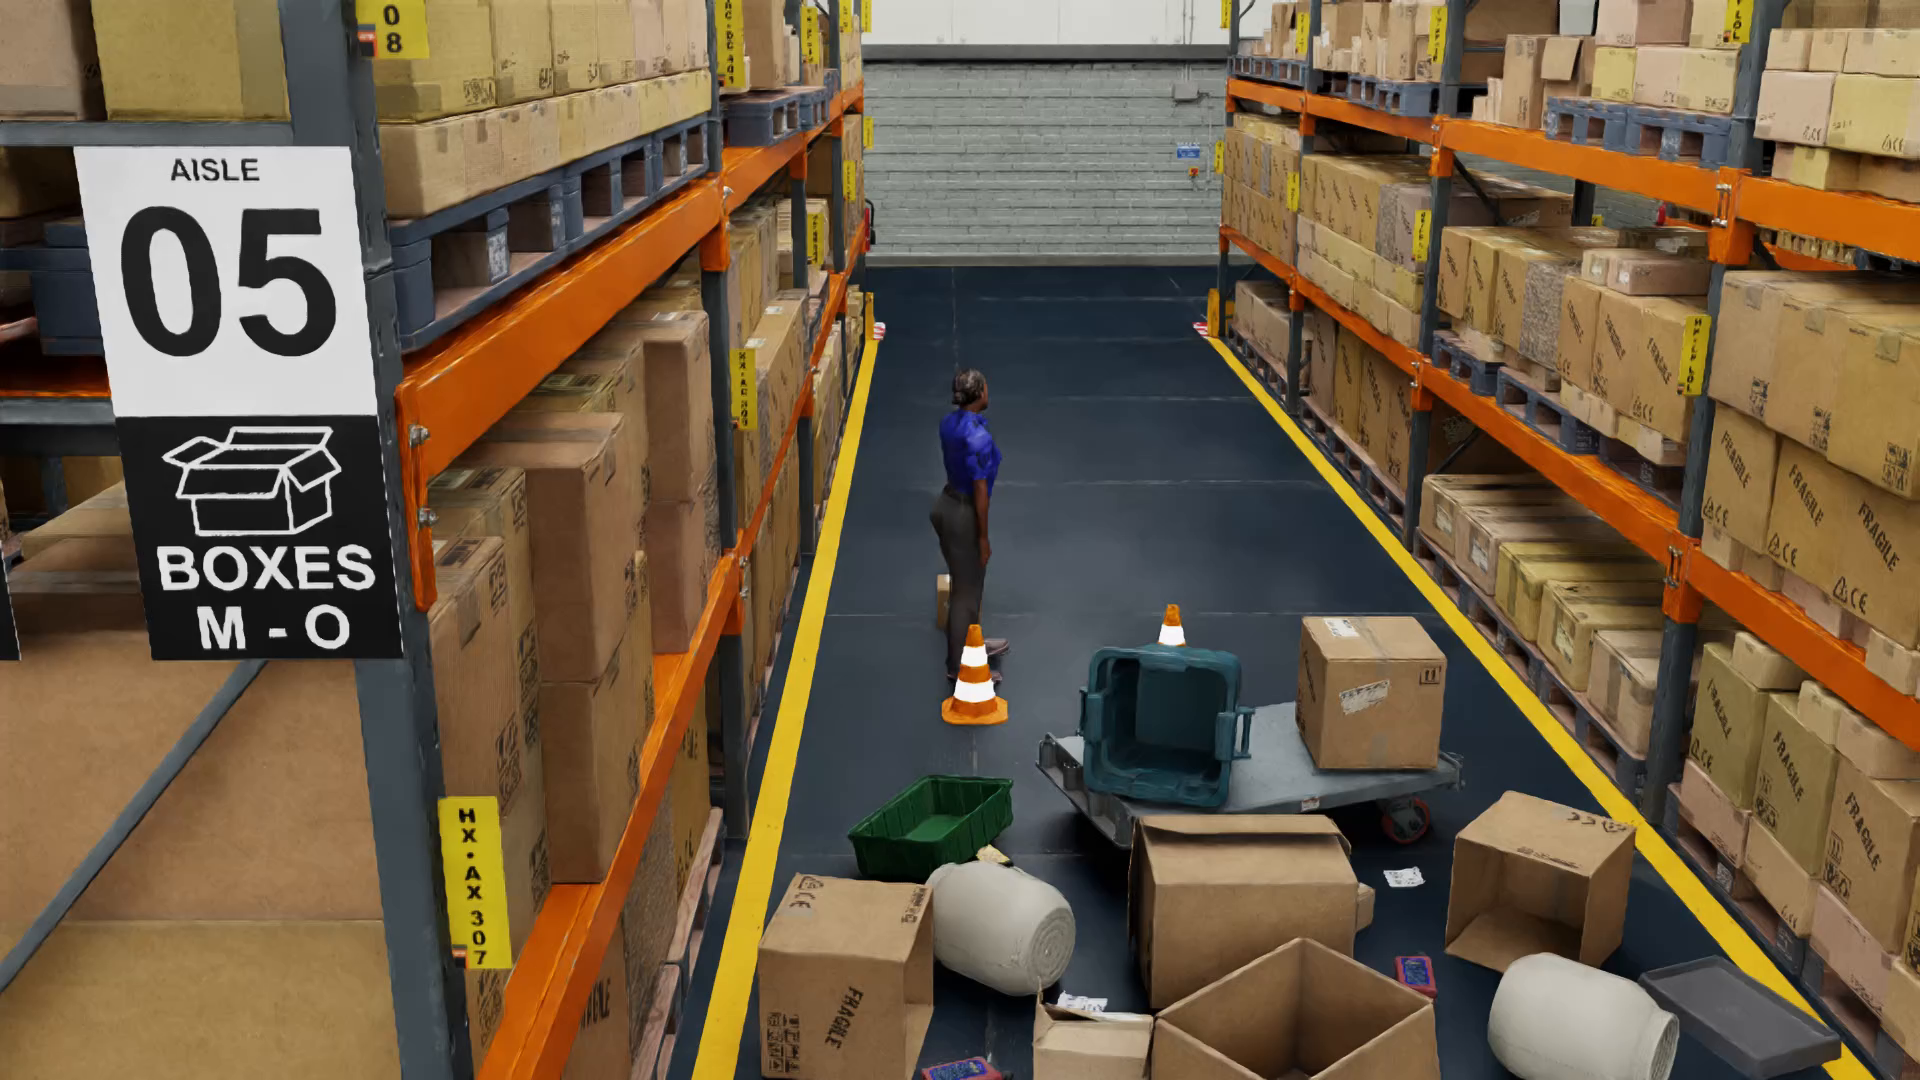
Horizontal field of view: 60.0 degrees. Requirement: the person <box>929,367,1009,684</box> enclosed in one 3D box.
[{"bbox_3d":[0.108,-0.089,8.779,0.475,1.665,0.520,-8,19,-24],"label":"person"}]
